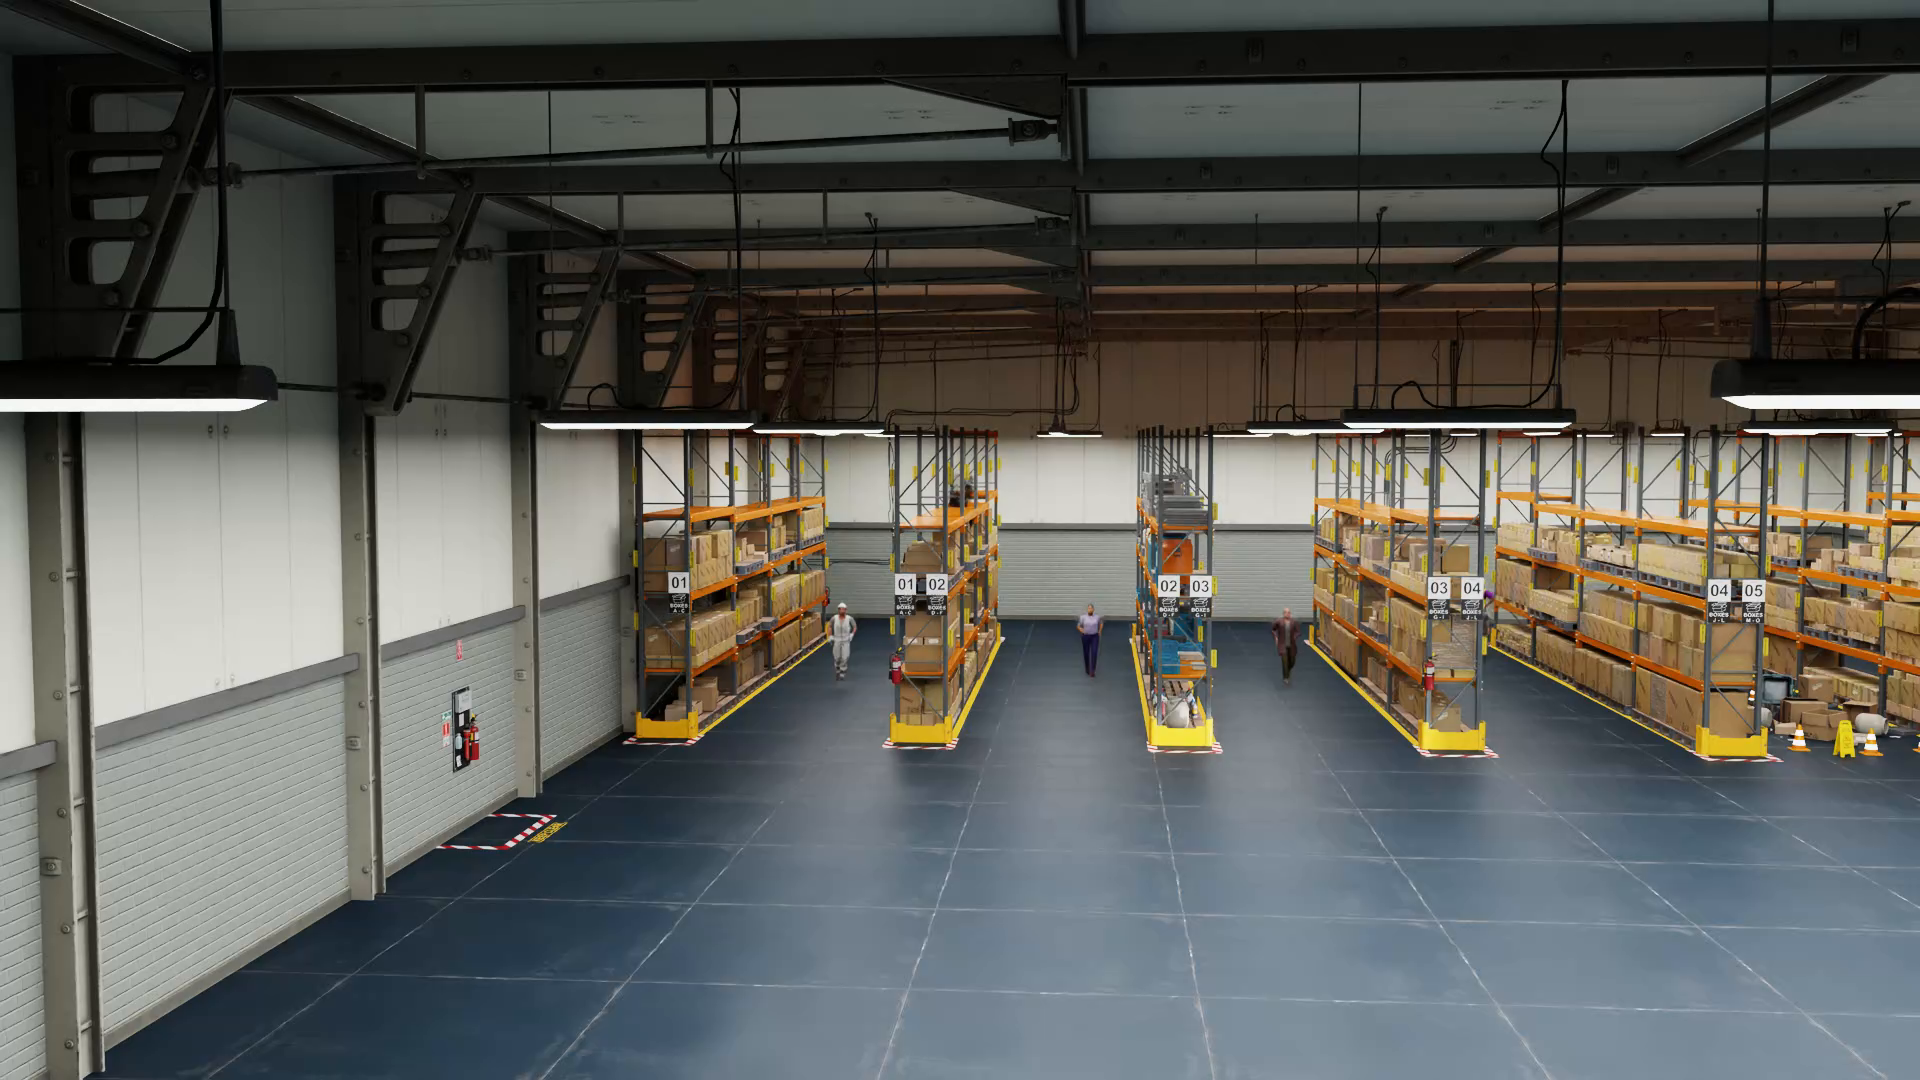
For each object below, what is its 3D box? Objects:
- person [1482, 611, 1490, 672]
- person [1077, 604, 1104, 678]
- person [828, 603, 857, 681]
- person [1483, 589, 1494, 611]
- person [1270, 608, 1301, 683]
[{"bbox_3d":[12.856,2.402,41.265,0.661,1.745,0.707,0,3,4],"label":"person"},{"bbox_3d":[3.008,2.313,38.409,0.614,1.660,0.834,0,3,4],"label":"person"},{"bbox_3d":[-2.644,2.306,37.433,0.668,1.768,0.551,0,3,-2],"label":"person"},{"bbox_3d":[14.778,2.007,47.285,0.774,1.817,0.705,-1,4,-17],"label":"person"},{"bbox_3d":[7.713,2.487,39.323,0.720,1.745,0.897,0,3,1],"label":"person"}]
